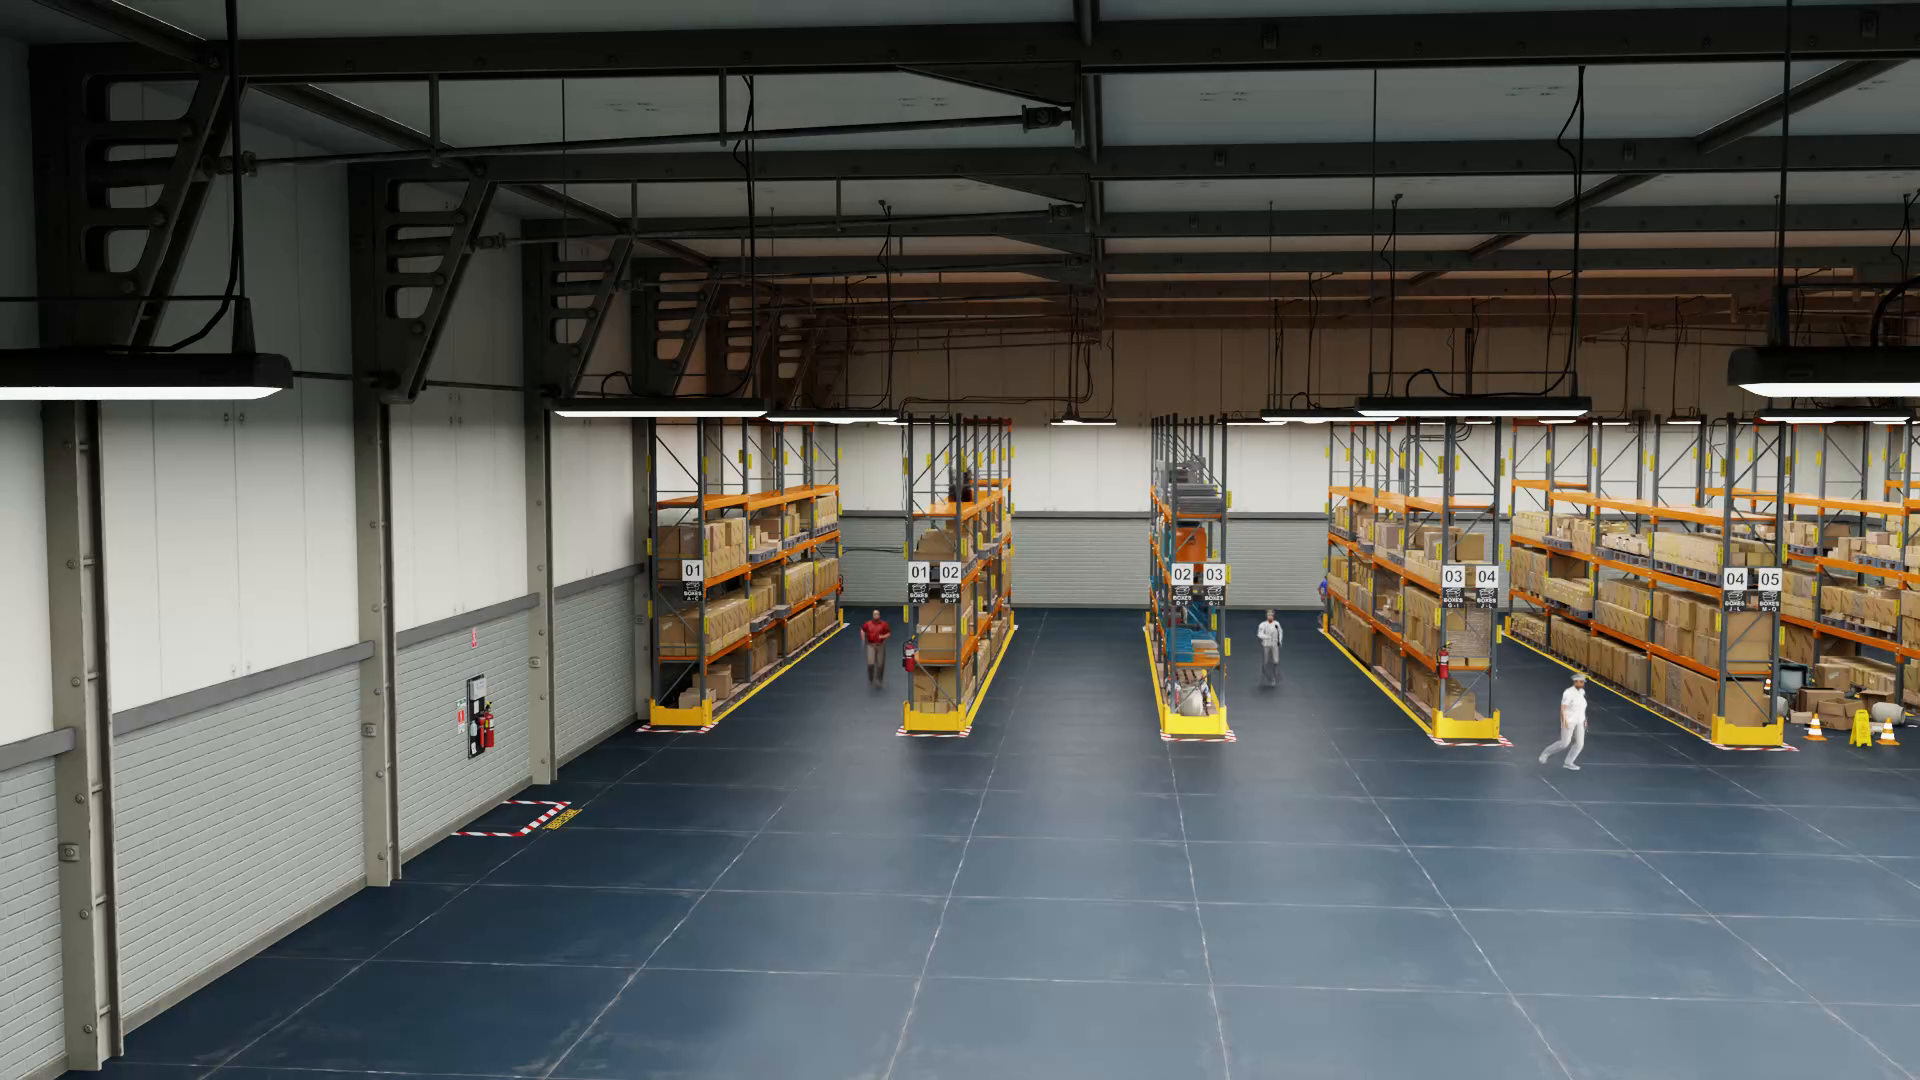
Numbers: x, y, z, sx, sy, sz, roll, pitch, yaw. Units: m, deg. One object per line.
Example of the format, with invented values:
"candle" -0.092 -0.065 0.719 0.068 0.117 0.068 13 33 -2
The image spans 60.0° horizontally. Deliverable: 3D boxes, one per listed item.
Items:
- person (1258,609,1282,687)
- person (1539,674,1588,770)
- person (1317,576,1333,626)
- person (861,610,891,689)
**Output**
"person" 6.905 2.394 36.986 0.597 1.739 0.809 0 4 0
"person" 10.144 3.023 27.882 0.728 1.618 0.538 -2 4 -23
"person" 10.643 1.723 47.942 0.606 1.610 0.509 -3 5 -41
"person" -1.852 2.417 36.556 0.654 1.762 0.732 0 4 -2
